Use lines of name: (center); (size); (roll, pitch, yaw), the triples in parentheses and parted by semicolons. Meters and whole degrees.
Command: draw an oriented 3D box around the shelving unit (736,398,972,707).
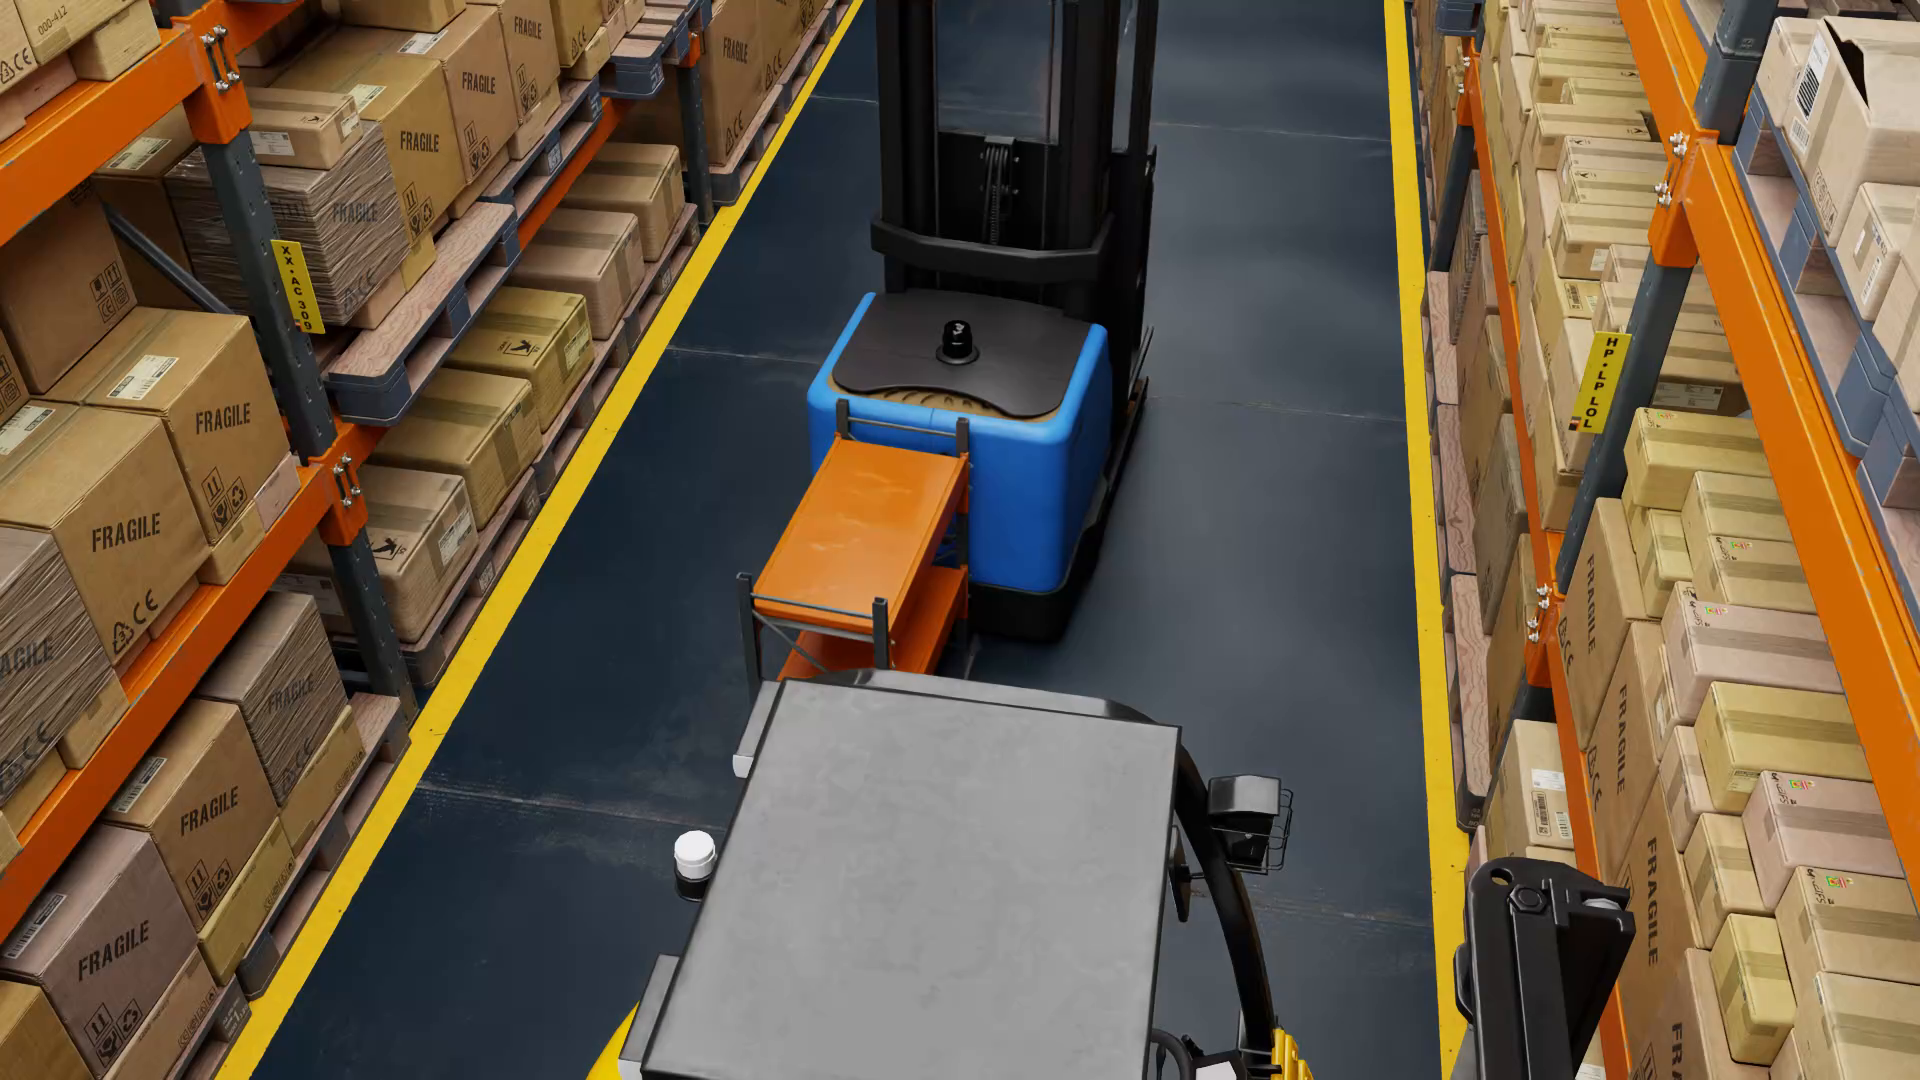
shelving unit: (-0.343, 0.274, 6.036); (0.538, 1.125, 1.048); (10, 41, 11)

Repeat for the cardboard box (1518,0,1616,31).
cardboard box: (2.578, -2.260, 7.042); (0.380, 0.149, 0.250); (7, 40, 9)

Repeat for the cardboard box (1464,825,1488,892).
cardboard box: (1.886, 1.205, 5.267); (0.500, 0.250, 0.500); (7, 40, 8)

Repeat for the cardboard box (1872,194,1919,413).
cardboard box: (1.740, -0.367, 2.683); (0.396, 0.266, 0.258); (6, 40, 7)

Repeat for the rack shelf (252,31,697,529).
rack shelf: (-2.248, -1.483, 7.254); (1.077, 0.370, 4.000); (6, 40, 8)

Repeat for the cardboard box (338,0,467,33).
cardboard box: (-2.078, -2.020, 6.188); (0.380, 0.149, 0.250); (9, 40, 10)

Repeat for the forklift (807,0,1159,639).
forklift: (0.279, -1.679, 6.981); (1.130, 2.935, 3.031); (10, 41, 11)

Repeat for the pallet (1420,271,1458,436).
pallet: (2.807, -0.884, 8.153); (1.003, 0.211, 1.213); (6, 40, 8)

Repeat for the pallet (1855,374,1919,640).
pallet: (1.960, 0.219, 2.346); (1.003, 0.211, 1.213); (6, 40, 8)

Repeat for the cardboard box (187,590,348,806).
cardboard box: (-2.432, 0.505, 5.526); (0.500, 0.500, 0.500); (6, 40, 7)

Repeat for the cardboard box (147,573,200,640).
cardboard box: (-2.508, 0.139, 4.925); (0.380, 0.149, 0.250); (7, 40, 8)

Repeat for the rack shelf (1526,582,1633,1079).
rack shelf: (1.950, 1.572, 3.559); (1.077, 0.370, 4.000); (6, 40, 8)

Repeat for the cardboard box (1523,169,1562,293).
cardboard box: (2.305, -1.075, 5.922); (0.500, 0.250, 0.500); (7, 40, 9)

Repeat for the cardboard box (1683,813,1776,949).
cardboard box: (1.732, 0.722, 3.435); (0.380, 0.149, 0.250); (5, 40, 6)

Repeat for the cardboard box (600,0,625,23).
cardboard box: (-1.785, -2.689, 7.507); (0.500, 0.500, 0.500); (6, 40, 7)

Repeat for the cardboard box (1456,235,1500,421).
cardboard box: (2.761, -0.916, 7.538); (0.875, 0.625, 0.625); (8, 40, 9)

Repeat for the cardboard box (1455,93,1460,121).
cardboard box: (2.824, -2.257, 8.749); (0.380, 0.149, 0.250); (5, 40, 5)

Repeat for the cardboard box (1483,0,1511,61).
cardboard box: (2.646, -2.357, 7.472); (0.500, 0.250, 0.500); (6, 40, 8)

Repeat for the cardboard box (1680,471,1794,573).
cardboard box: (2.009, -0.020, 4.099); (0.380, 0.149, 0.250); (7, 40, 8)

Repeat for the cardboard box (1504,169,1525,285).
cardboard box: (2.405, -1.197, 6.461); (0.500, 0.250, 0.500); (8, 40, 9)

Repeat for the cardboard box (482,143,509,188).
cardboard box: (-2.031, -1.536, 6.621); (0.380, 0.149, 0.250); (7, 40, 8)

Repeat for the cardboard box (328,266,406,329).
cardboard box: (-2.187, -0.882, 5.831); (0.380, 0.149, 0.250); (7, 40, 8)

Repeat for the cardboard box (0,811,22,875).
cardboard box: (-2.604, 0.788, 4.140); (0.380, 0.149, 0.250); (7, 40, 8)

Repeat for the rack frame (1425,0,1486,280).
rack frame: (2.988, -2.471, 7.884); (1.000, 3.000, 0.127); (6, 40, 8)

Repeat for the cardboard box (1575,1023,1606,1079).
cardboard box: (1.730, 1.455, 4.180); (0.500, 0.250, 0.500); (8, 40, 9)

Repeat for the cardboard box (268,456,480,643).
cardboard box: (-2.505, 0.016, 6.609); (0.950, 0.372, 0.625); (7, 40, 8)

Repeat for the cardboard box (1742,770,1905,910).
cardboard box: (1.803, 0.621, 3.324); (0.380, 0.149, 0.250); (6, 40, 7)

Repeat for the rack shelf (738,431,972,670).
rack shelf: (-0.343, 0.048, 5.849); (0.538, 0.278, 1.000); (10, 41, 11)

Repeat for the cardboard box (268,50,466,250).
cardboard box: (-2.144, -1.397, 5.945); (0.500, 0.500, 0.500); (7, 40, 8)

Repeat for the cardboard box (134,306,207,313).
cardboard box: (-2.777, -0.924, 5.881); (0.380, 0.149, 0.250); (7, 40, 8)

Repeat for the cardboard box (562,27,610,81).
cardboard box: (-1.786, -2.178, 7.398); (0.380, 0.149, 0.250); (7, 40, 8)

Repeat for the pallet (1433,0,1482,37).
pallet: (3.036, -2.830, 8.469); (1.213, 0.211, 1.003); (6, 40, 8)

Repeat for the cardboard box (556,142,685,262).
cardboard box: (-2.009, -1.811, 8.819); (0.950, 0.372, 0.625); (4, 40, 5)

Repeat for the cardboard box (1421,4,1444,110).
cardboard box: (3.106, -2.928, 10.069); (0.500, 0.500, 0.500); (5, 40, 6)

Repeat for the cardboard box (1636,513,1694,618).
cardboard box: (1.938, 0.085, 4.206); (0.380, 0.149, 0.250); (7, 40, 9)

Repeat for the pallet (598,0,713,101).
pallet: (-1.920, -2.483, 8.049); (1.213, 0.211, 1.003); (6, 40, 8)

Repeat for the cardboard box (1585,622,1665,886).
cardboard box: (1.888, 0.580, 4.116); (0.500, 0.500, 0.500); (7, 40, 8)

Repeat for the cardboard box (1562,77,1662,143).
cardboard box: (2.480, -1.607, 6.252); (0.380, 0.149, 0.250); (6, 40, 8)

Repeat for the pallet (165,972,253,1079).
pallet: (-2.884, 1.763, 4.952); (1.003, 0.211, 1.213); (6, 40, 8)

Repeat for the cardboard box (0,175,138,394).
cardboard box: (-2.883, -0.792, 4.757); (0.700, 0.500, 0.500); (6, 40, 7)

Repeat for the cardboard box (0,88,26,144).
cardboard box: (-2.499, -1.021, 3.974); (0.380, 0.149, 0.250); (7, 40, 8)

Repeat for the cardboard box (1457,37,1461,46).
cardboard box: (3.063, -2.909, 9.538); (0.380, 0.149, 0.250); (6, 40, 7)

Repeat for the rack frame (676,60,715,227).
rack frame: (-1.902, -3.016, 8.543); (1.000, 3.000, 0.127); (6, 40, 8)

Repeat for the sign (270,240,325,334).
sign: (-2.058, -0.784, 5.165); (0.100, 0.325, 0.005); (6, 40, 8)

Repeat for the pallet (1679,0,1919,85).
pallet: (2.436, -1.598, 4.624); (0.805, 0.209, 1.217); (5, 40, 6)

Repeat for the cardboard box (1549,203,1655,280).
cardboard box: (2.172, -0.979, 5.493); (0.380, 0.149, 0.250); (5, 40, 6)
